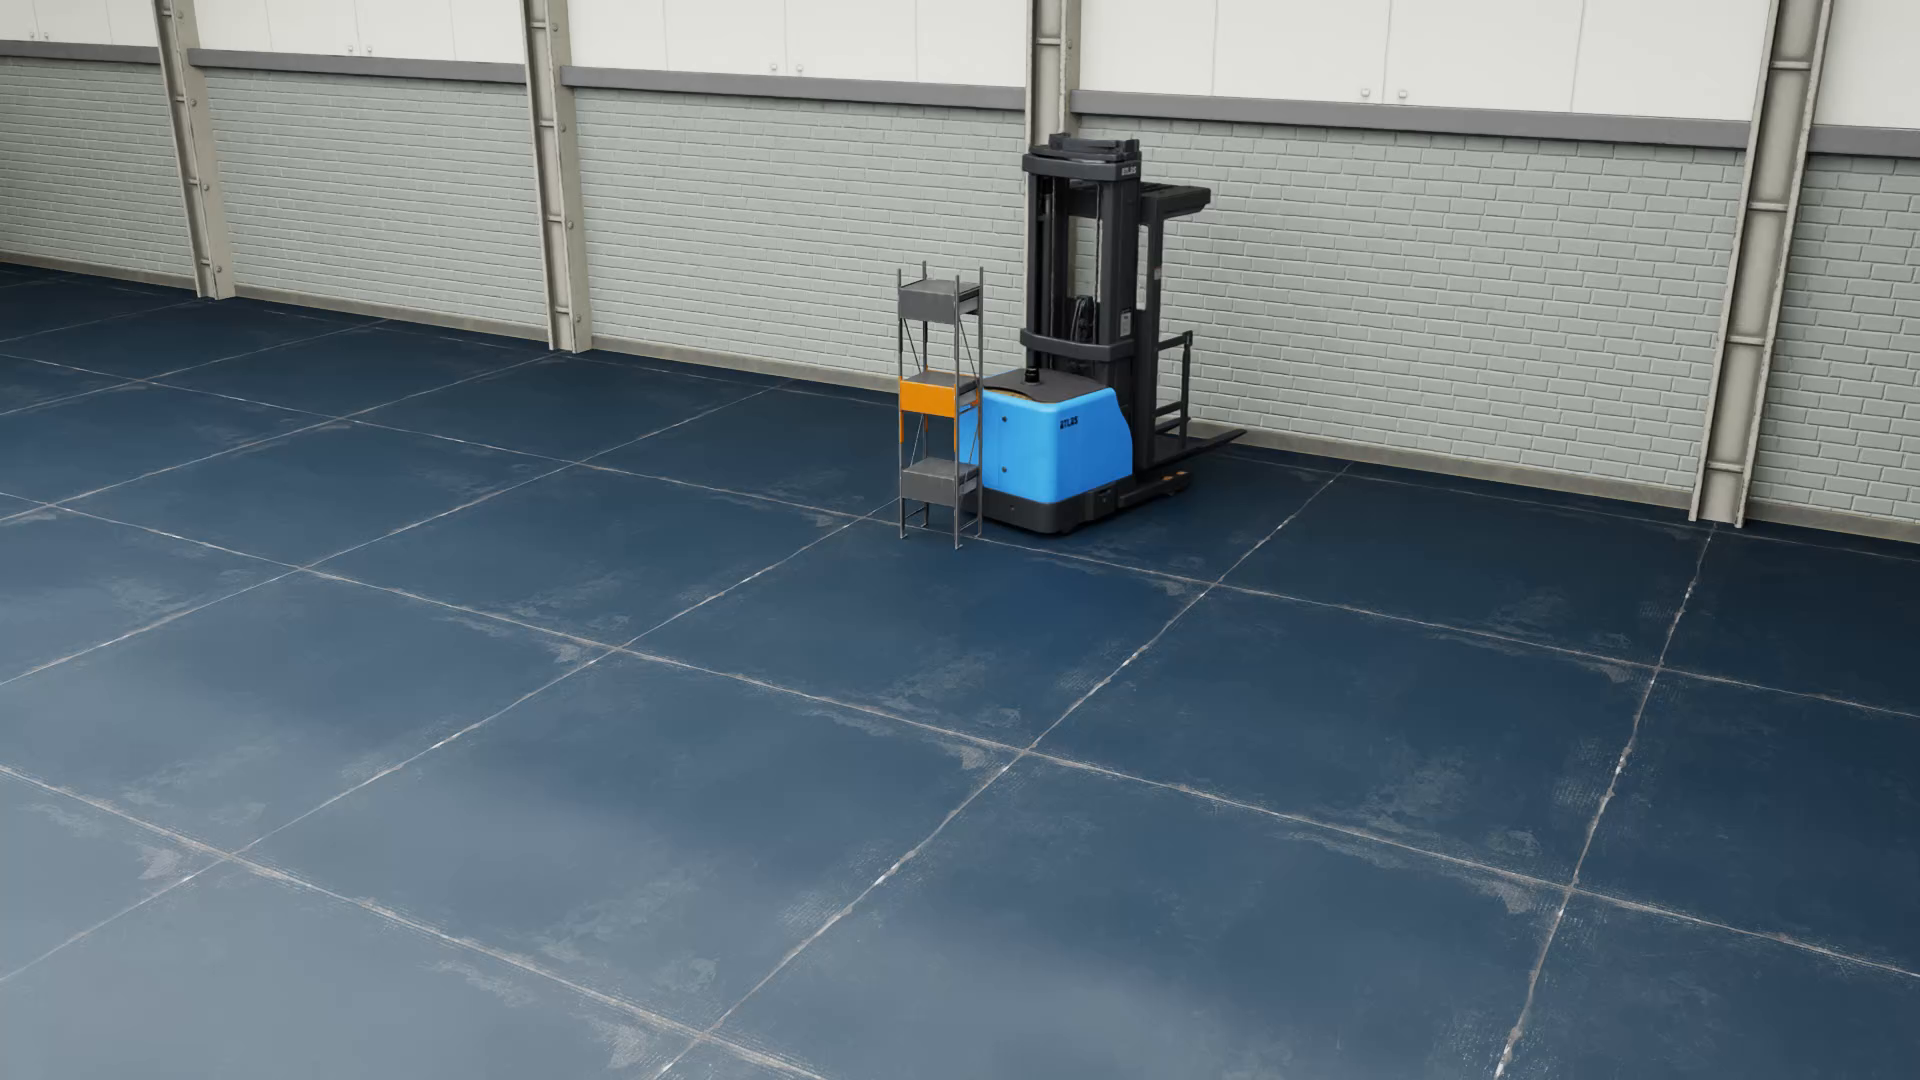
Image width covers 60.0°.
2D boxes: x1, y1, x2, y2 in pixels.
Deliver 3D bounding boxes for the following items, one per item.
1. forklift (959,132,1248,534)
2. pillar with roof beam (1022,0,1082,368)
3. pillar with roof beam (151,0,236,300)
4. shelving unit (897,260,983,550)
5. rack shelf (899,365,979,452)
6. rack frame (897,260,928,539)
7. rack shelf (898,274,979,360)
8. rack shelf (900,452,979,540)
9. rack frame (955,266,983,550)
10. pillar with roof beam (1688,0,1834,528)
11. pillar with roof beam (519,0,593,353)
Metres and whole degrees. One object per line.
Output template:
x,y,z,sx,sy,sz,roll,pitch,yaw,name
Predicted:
1.317,-1.848,13.660,1.130,2.935,3.031,17,26,39,forklift
-1.262,-4.119,11.023,0.400,9.000,9.100,11,23,27,pillar with roof beam
-11.738,-6.114,16.524,0.400,9.000,9.100,11,23,27,pillar with roof beam
-0.144,-1.015,12.583,0.503,2.100,0.431,11,23,27,shelving unit
-0.144,-1.002,12.588,0.480,0.518,0.431,11,23,27,rack shelf
-0.358,-1.055,12.695,0.015,2.100,0.400,11,23,27,rack frame
-0.144,-1.660,12.349,0.480,0.518,0.431,11,23,27,rack shelf
-0.144,-0.344,12.826,0.480,0.518,0.431,11,23,27,rack shelf
0.069,-0.974,12.471,0.015,2.100,0.400,11,23,27,rack frame
3.976,-3.121,8.272,0.400,9.000,9.100,11,23,27,pillar with roof beam
-6.500,-5.116,13.774,0.400,9.000,9.100,11,23,27,pillar with roof beam
